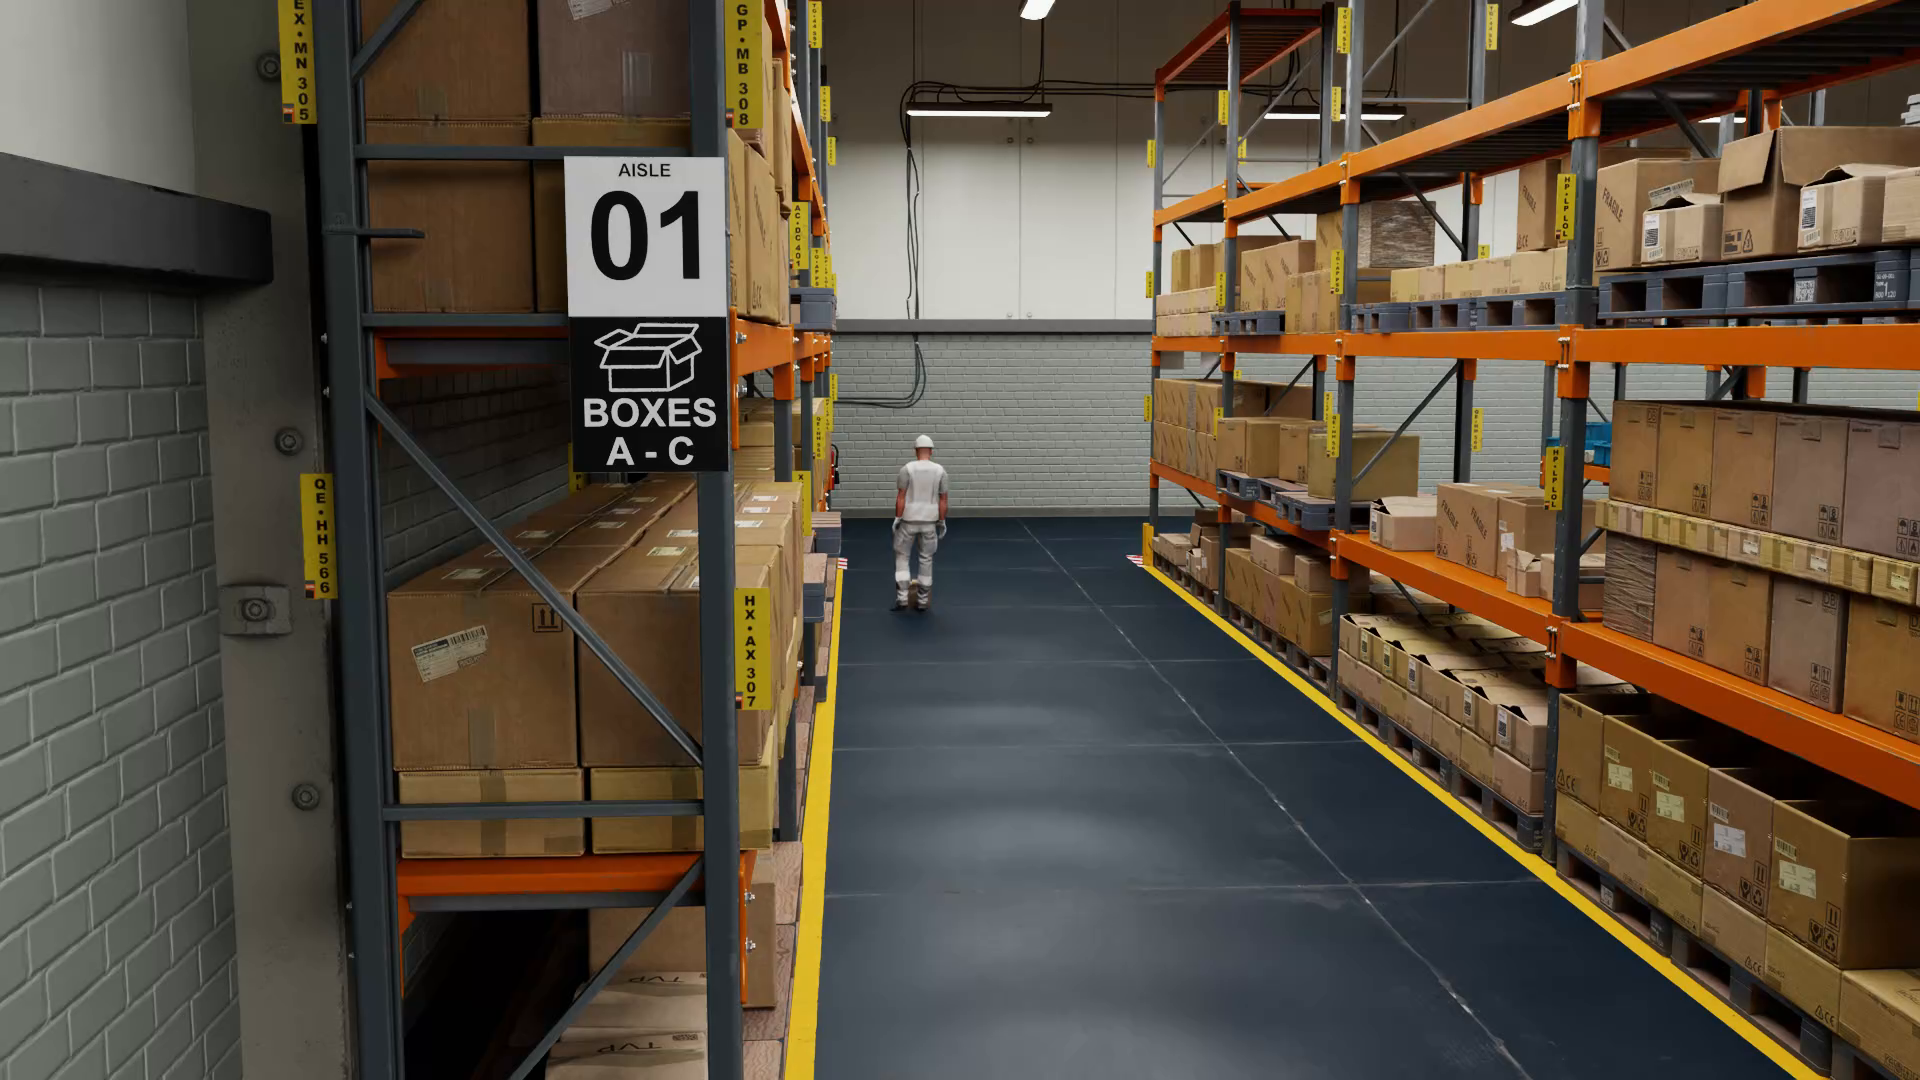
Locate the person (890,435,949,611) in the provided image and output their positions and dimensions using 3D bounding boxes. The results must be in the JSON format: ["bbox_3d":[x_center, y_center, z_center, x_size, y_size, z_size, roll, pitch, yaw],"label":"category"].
[{"bbox_3d":[-0.427,-0.164,16.971,0.586,1.818,0.480,-1,7,-11],"label":"person"}]
